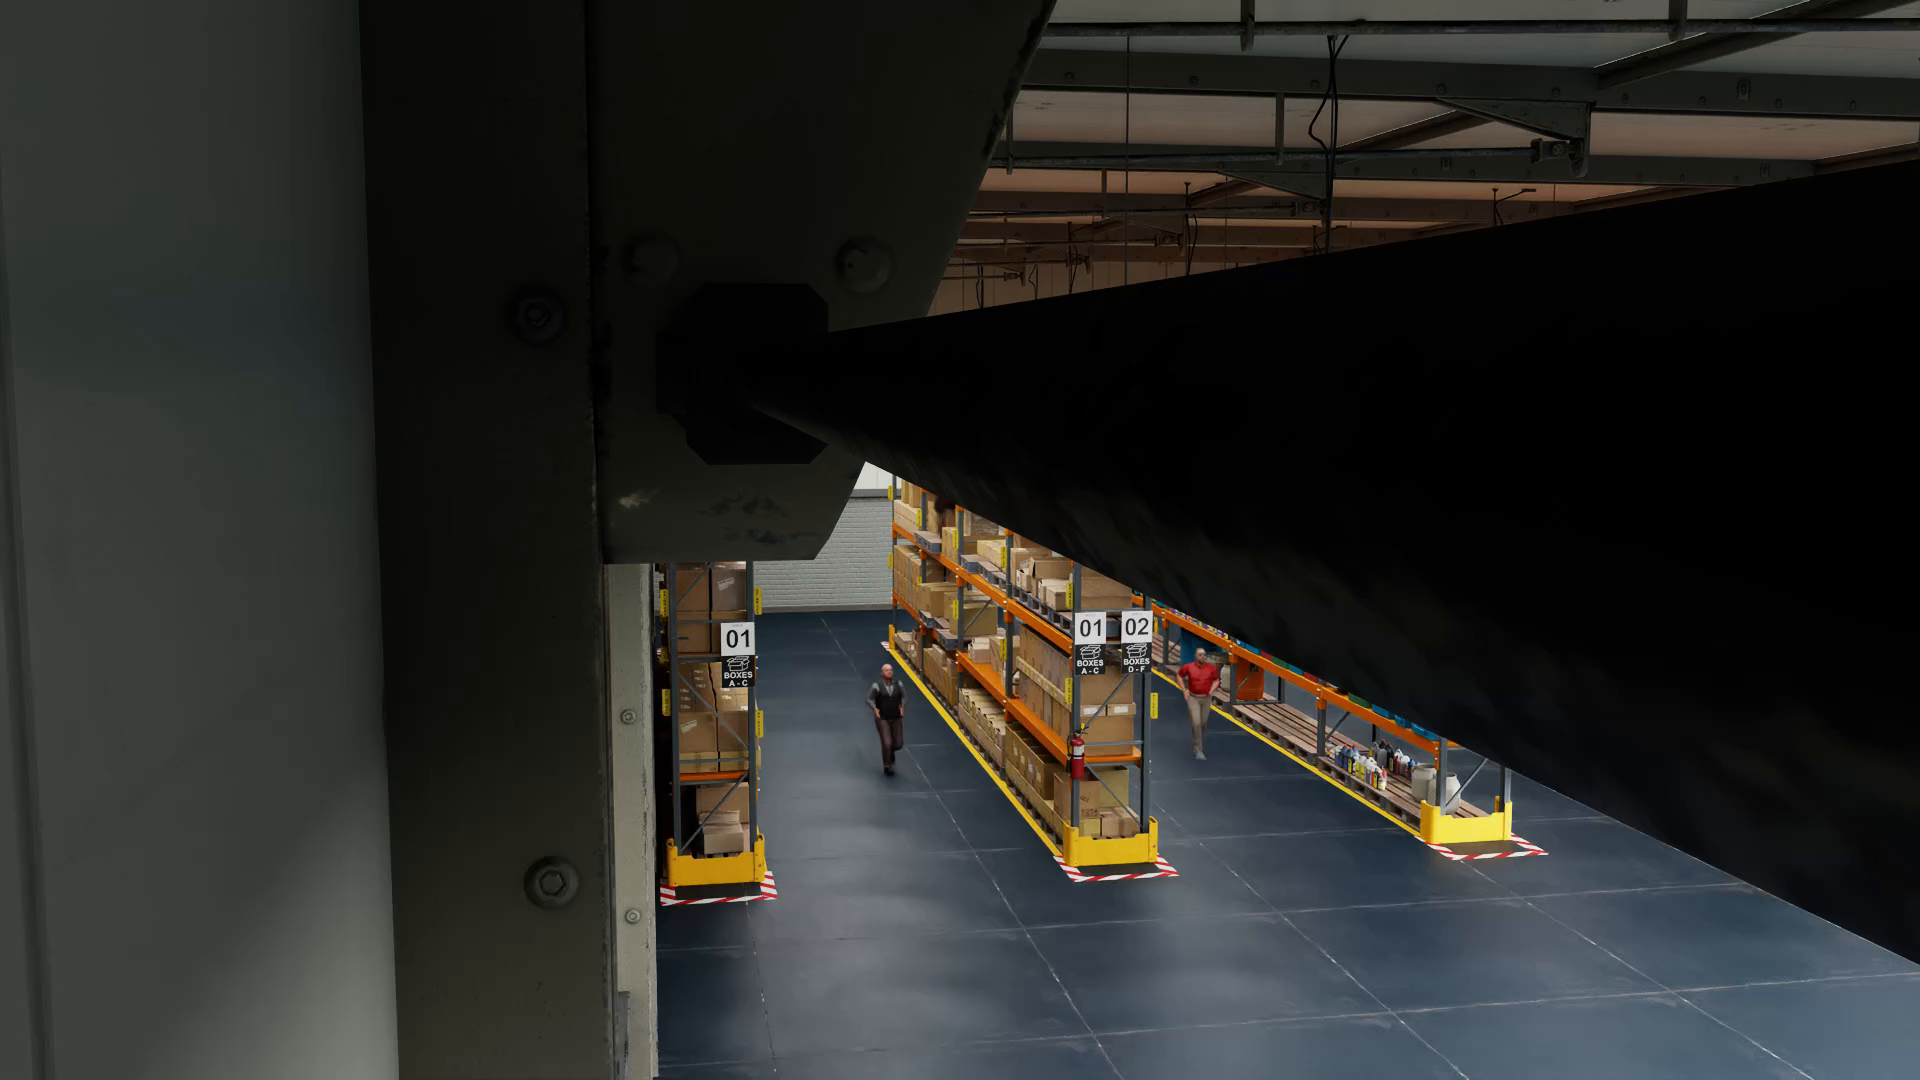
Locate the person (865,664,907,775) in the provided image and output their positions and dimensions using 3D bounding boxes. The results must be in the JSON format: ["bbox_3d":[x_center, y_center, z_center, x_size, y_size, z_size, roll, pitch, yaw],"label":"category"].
[{"bbox_3d":[-1.118,2.739,25.563,0.660,1.672,0.626,-2,6,-17],"label":"person"}]

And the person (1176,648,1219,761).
[{"bbox_3d":[3.842,2.596,26.664,0.664,1.757,0.844,-1,6,-10],"label":"person"}]
